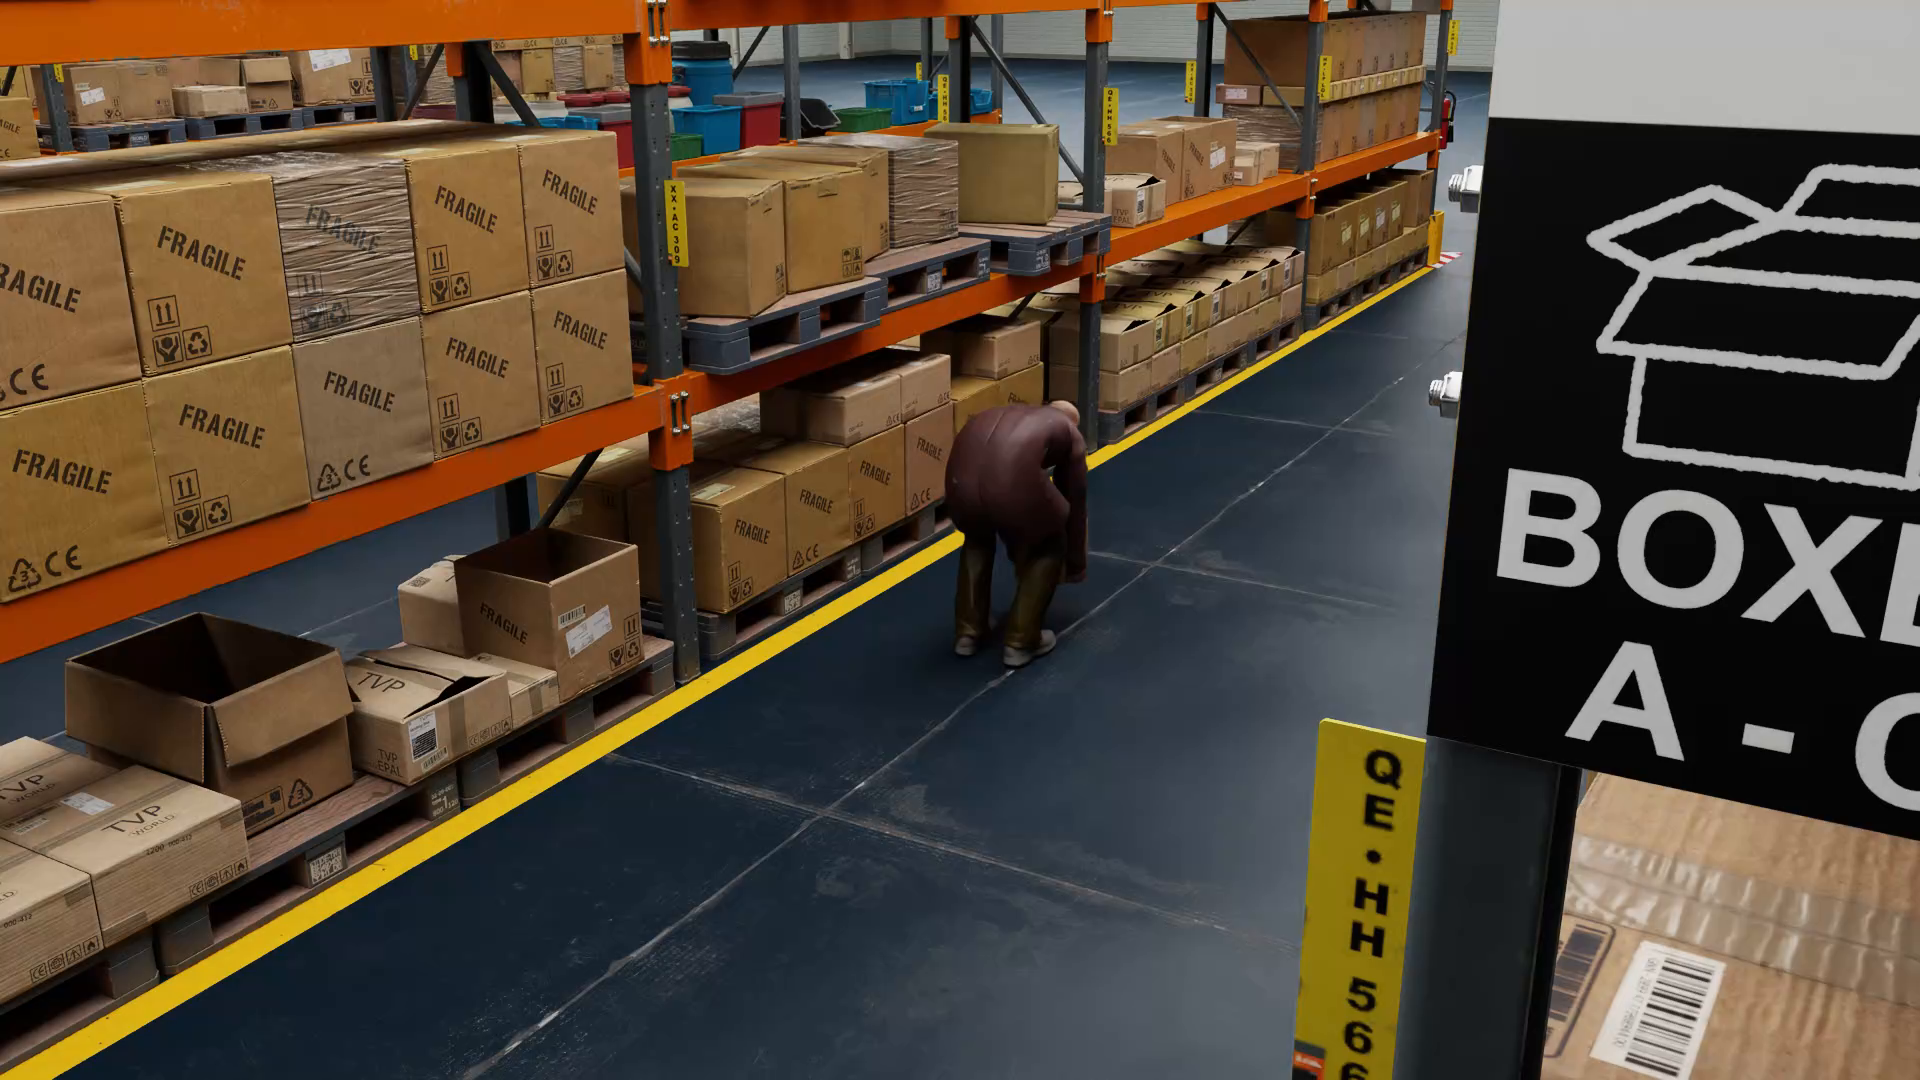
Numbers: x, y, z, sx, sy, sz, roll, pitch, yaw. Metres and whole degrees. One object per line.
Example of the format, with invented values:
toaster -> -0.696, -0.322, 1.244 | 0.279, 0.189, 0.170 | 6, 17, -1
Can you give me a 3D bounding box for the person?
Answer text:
person -> 0.287, -0.090, 7.381 | 0.577, 1.101, 0.951 | 9, 21, 25
